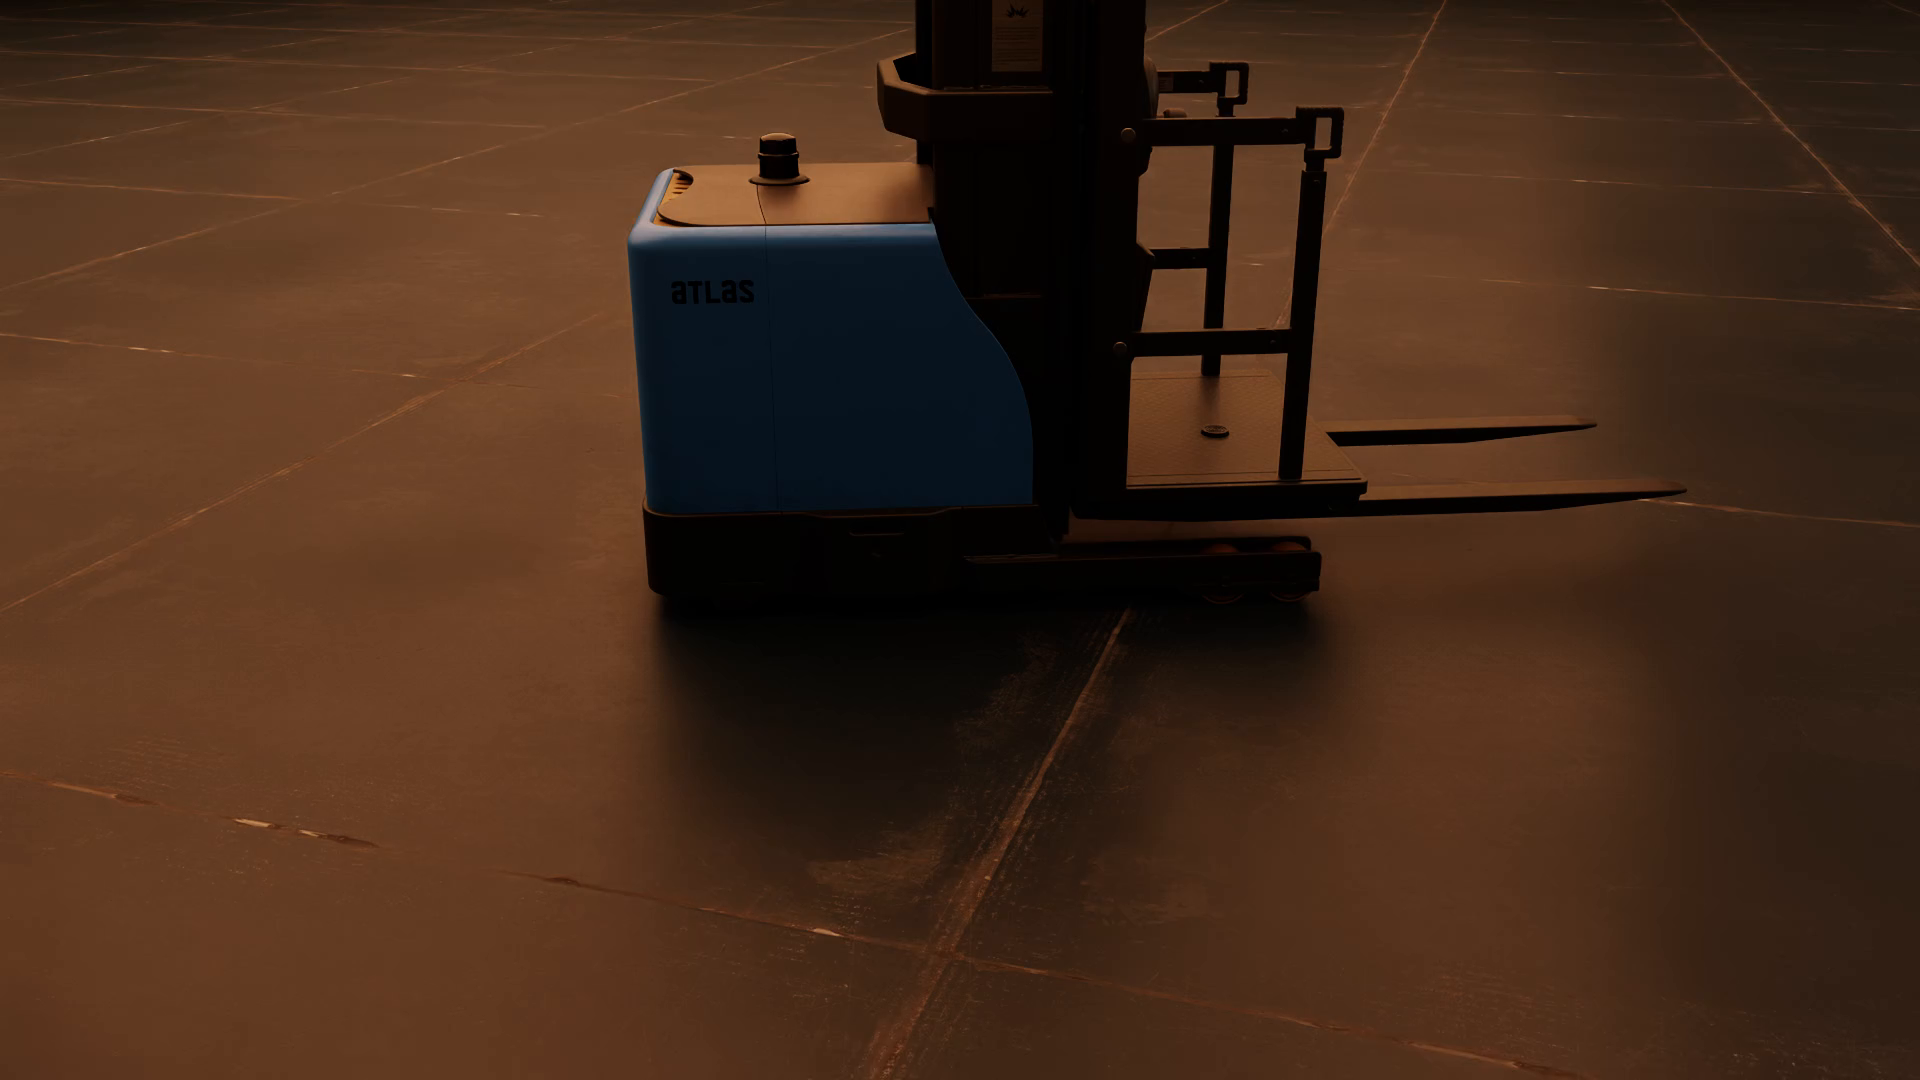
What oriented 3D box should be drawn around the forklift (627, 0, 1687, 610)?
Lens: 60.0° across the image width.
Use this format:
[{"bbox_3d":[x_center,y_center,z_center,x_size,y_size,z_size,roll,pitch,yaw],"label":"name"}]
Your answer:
[{"bbox_3d":[0.606,-1.374,4.608,3.031,2.935,1.130,-2,23,-4],"label":"forklift"}]
